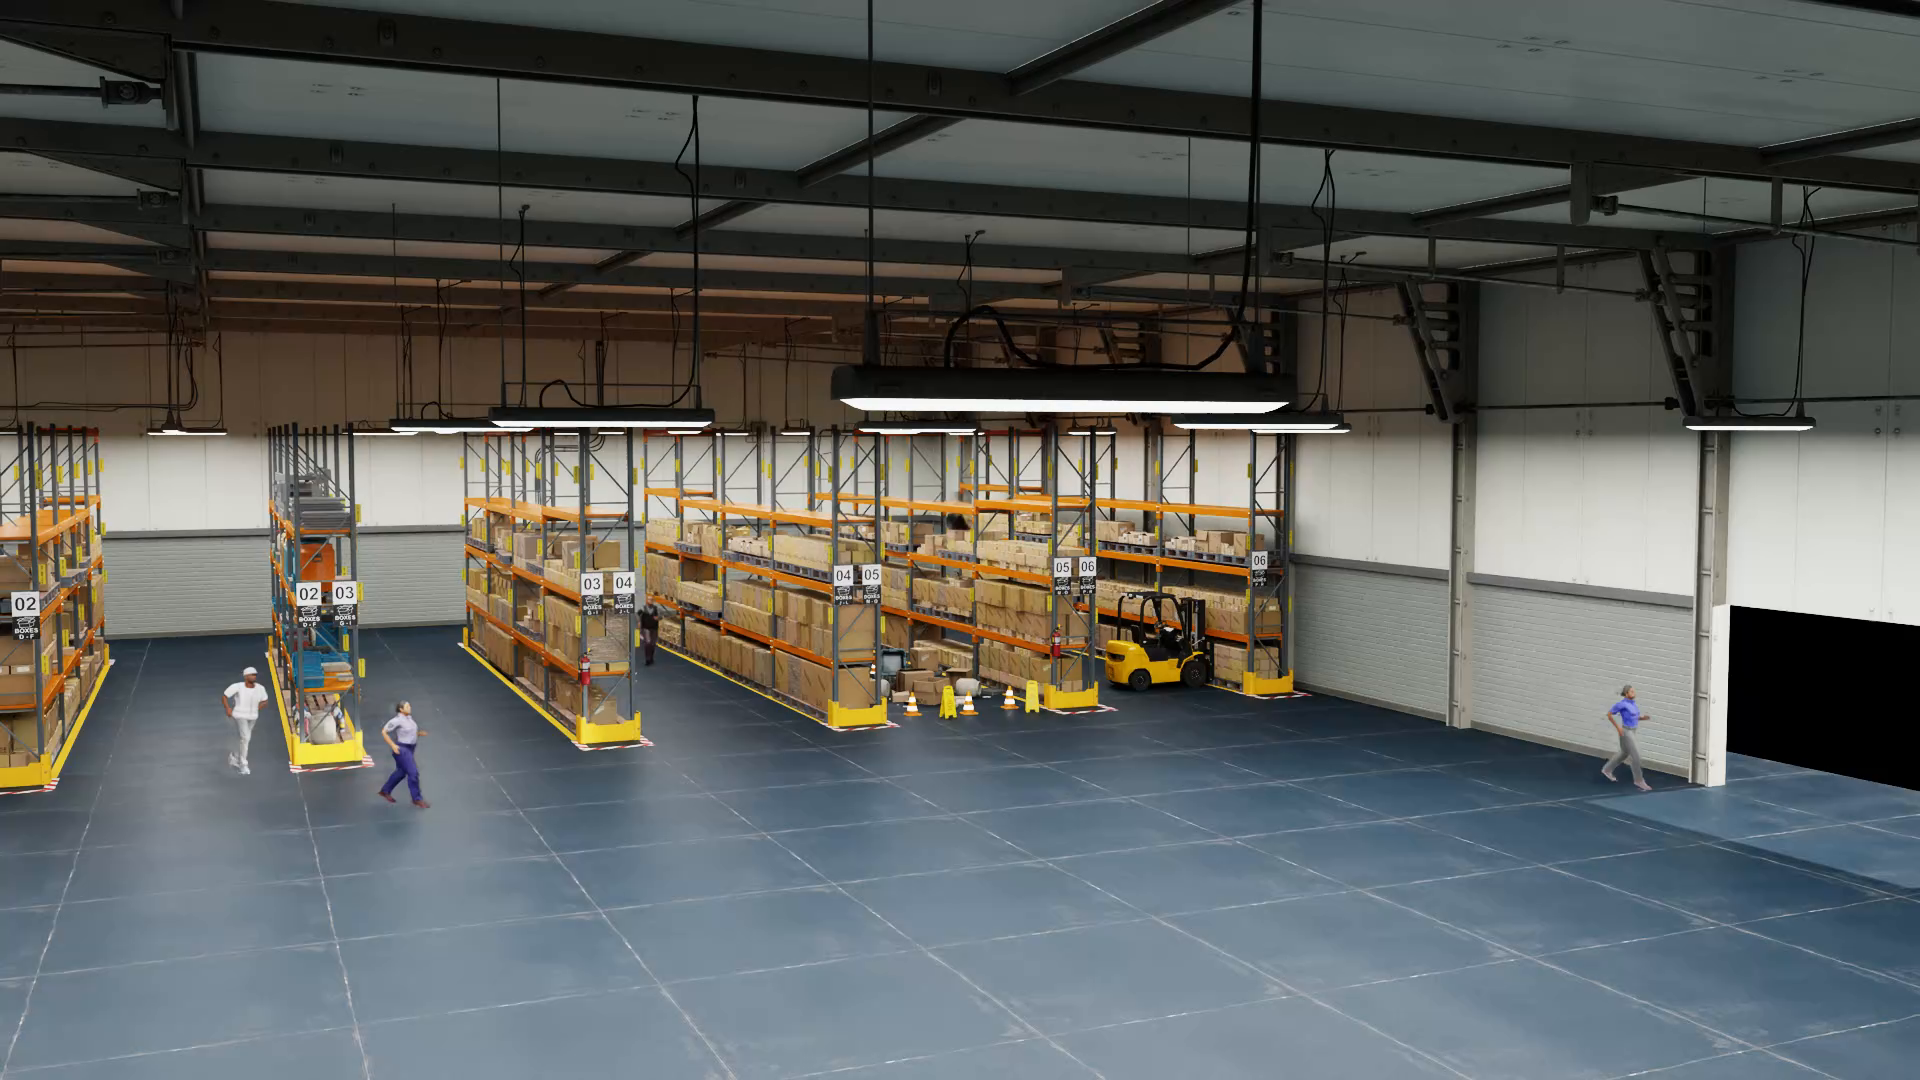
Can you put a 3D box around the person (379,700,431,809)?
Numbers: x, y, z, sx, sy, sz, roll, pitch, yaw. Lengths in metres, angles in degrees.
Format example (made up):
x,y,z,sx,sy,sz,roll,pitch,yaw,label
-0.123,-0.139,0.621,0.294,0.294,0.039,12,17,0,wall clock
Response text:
x,y,z,sx,sy,sz,roll,pitch,yaw,label
-8.621,3.317,25.770,0.874,1.664,0.596,0,3,2,person

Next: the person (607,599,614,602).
x,y,z,sx,sy,sz,roll,pitch,yaw,label
-10.147,1.973,47.767,0.744,1.674,0.681,1,4,12,person

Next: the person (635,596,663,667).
x,y,z,sx,sy,sz,roll,pitch,yaw,label
-7.834,2.297,42.020,0.630,1.778,0.776,-2,4,-25,person

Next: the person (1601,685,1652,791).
x,y,z,sx,sy,sz,roll,pitch,yaw,label
10.942,3.219,27.253,0.867,1.669,0.562,3,5,41,person

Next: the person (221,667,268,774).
x,y,z,sx,sy,sz,roll,pitch,yaw,label
-12.319,3.099,28.744,0.760,1.799,0.691,2,4,33,person
